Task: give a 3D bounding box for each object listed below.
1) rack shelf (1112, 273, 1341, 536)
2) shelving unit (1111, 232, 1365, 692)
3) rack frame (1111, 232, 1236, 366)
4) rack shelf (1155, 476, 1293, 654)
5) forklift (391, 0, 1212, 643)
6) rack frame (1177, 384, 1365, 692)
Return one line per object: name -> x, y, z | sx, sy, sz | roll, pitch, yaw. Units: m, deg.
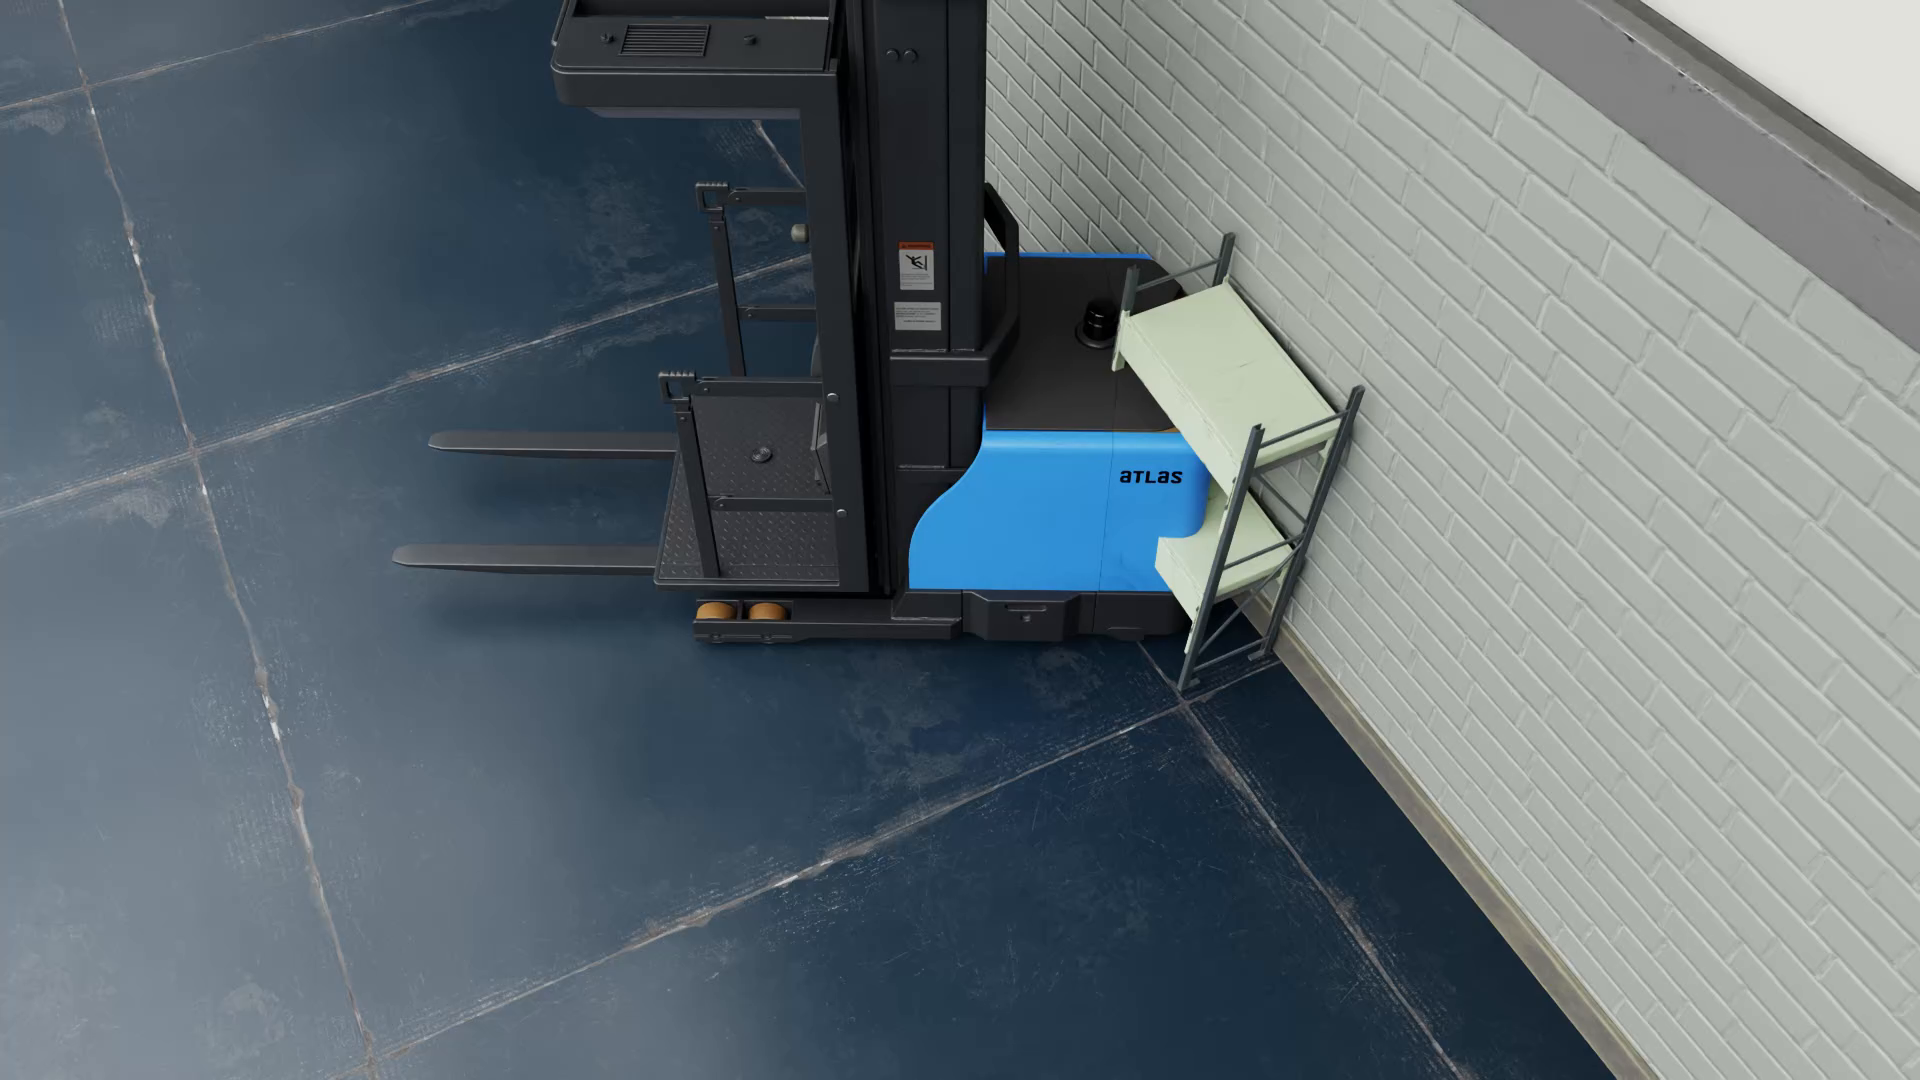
rack shelf -> 0.870, -0.454, 5.485 | 0.431, 0.370, 0.720 | -21, 58, -17
shelving unit -> 0.853, -0.224, 5.799 | 0.431, 1.500, 0.755 | -21, 58, -17
rack frame -> 0.687, -0.492, 5.986 | 0.400, 1.500, 0.023 | -21, 58, -17
rack shelf -> 0.839, -0.032, 6.062 | 0.431, 0.370, 0.720 | -21, 58, -17
forklift -> -0.630, -0.973, 5.546 | 3.031, 2.935, 1.130 | 1, 49, 1
rack frame -> 1.020, 0.043, 5.613 | 0.400, 1.500, 0.023 | -21, 58, -17
